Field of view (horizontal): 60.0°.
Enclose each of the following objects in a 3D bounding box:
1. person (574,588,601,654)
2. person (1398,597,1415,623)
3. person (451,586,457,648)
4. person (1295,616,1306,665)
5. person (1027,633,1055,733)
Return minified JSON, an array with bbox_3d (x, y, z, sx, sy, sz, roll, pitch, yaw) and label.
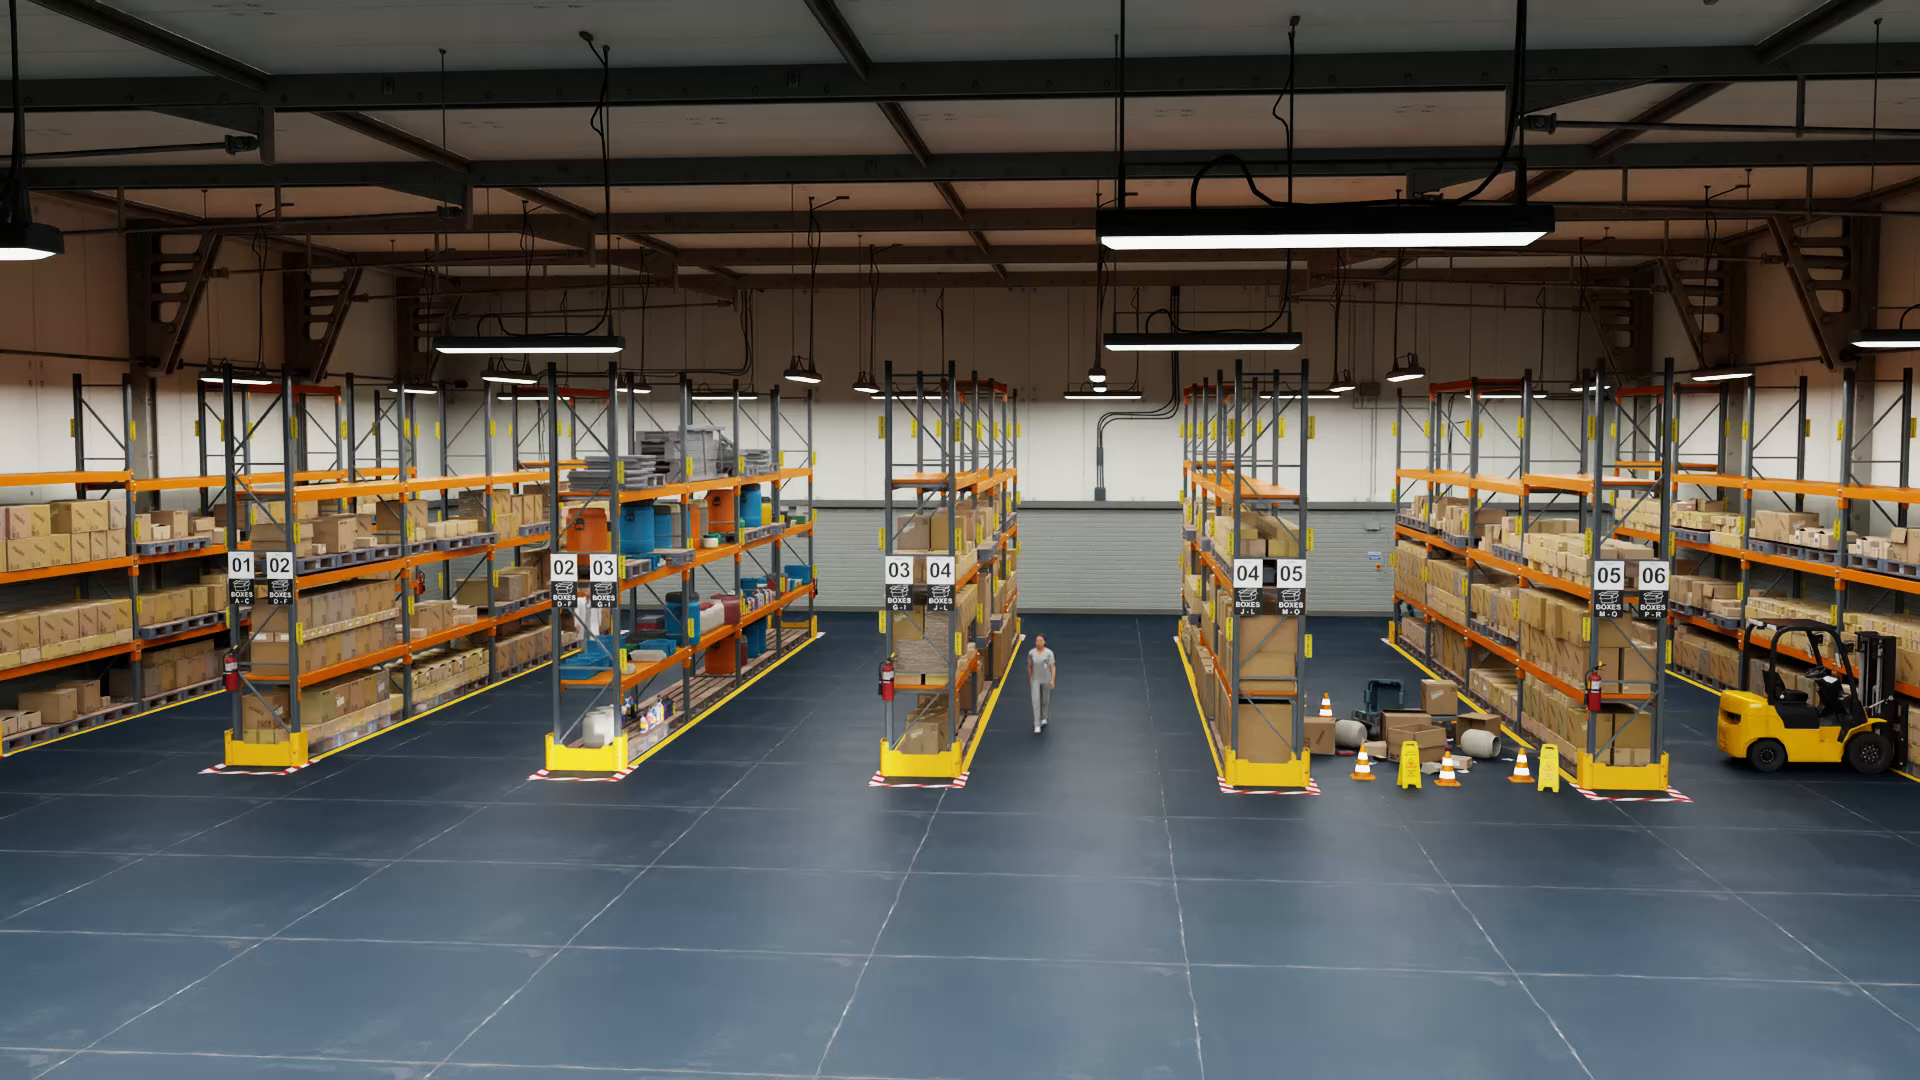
[{"bbox_3d":[-7.835,1.817,34.965,0.538,1.727,1.144,0,4,-5],"label":"person"},{"bbox_3d":[11.358,1.428,42.484,0.610,1.644,0.468,-1,4,-21],"label":"person"},{"bbox_3d":[-10.942,1.796,36.300,0.562,1.605,1.022,0,4,3],"label":"person"},{"bbox_3d":[7.156,1.843,35.533,0.490,1.712,0.362,-1,4,-19],"label":"person"},{"bbox_3d":[1.356,2.355,27.726,0.468,1.609,1.058,0,4,2],"label":"person"}]
